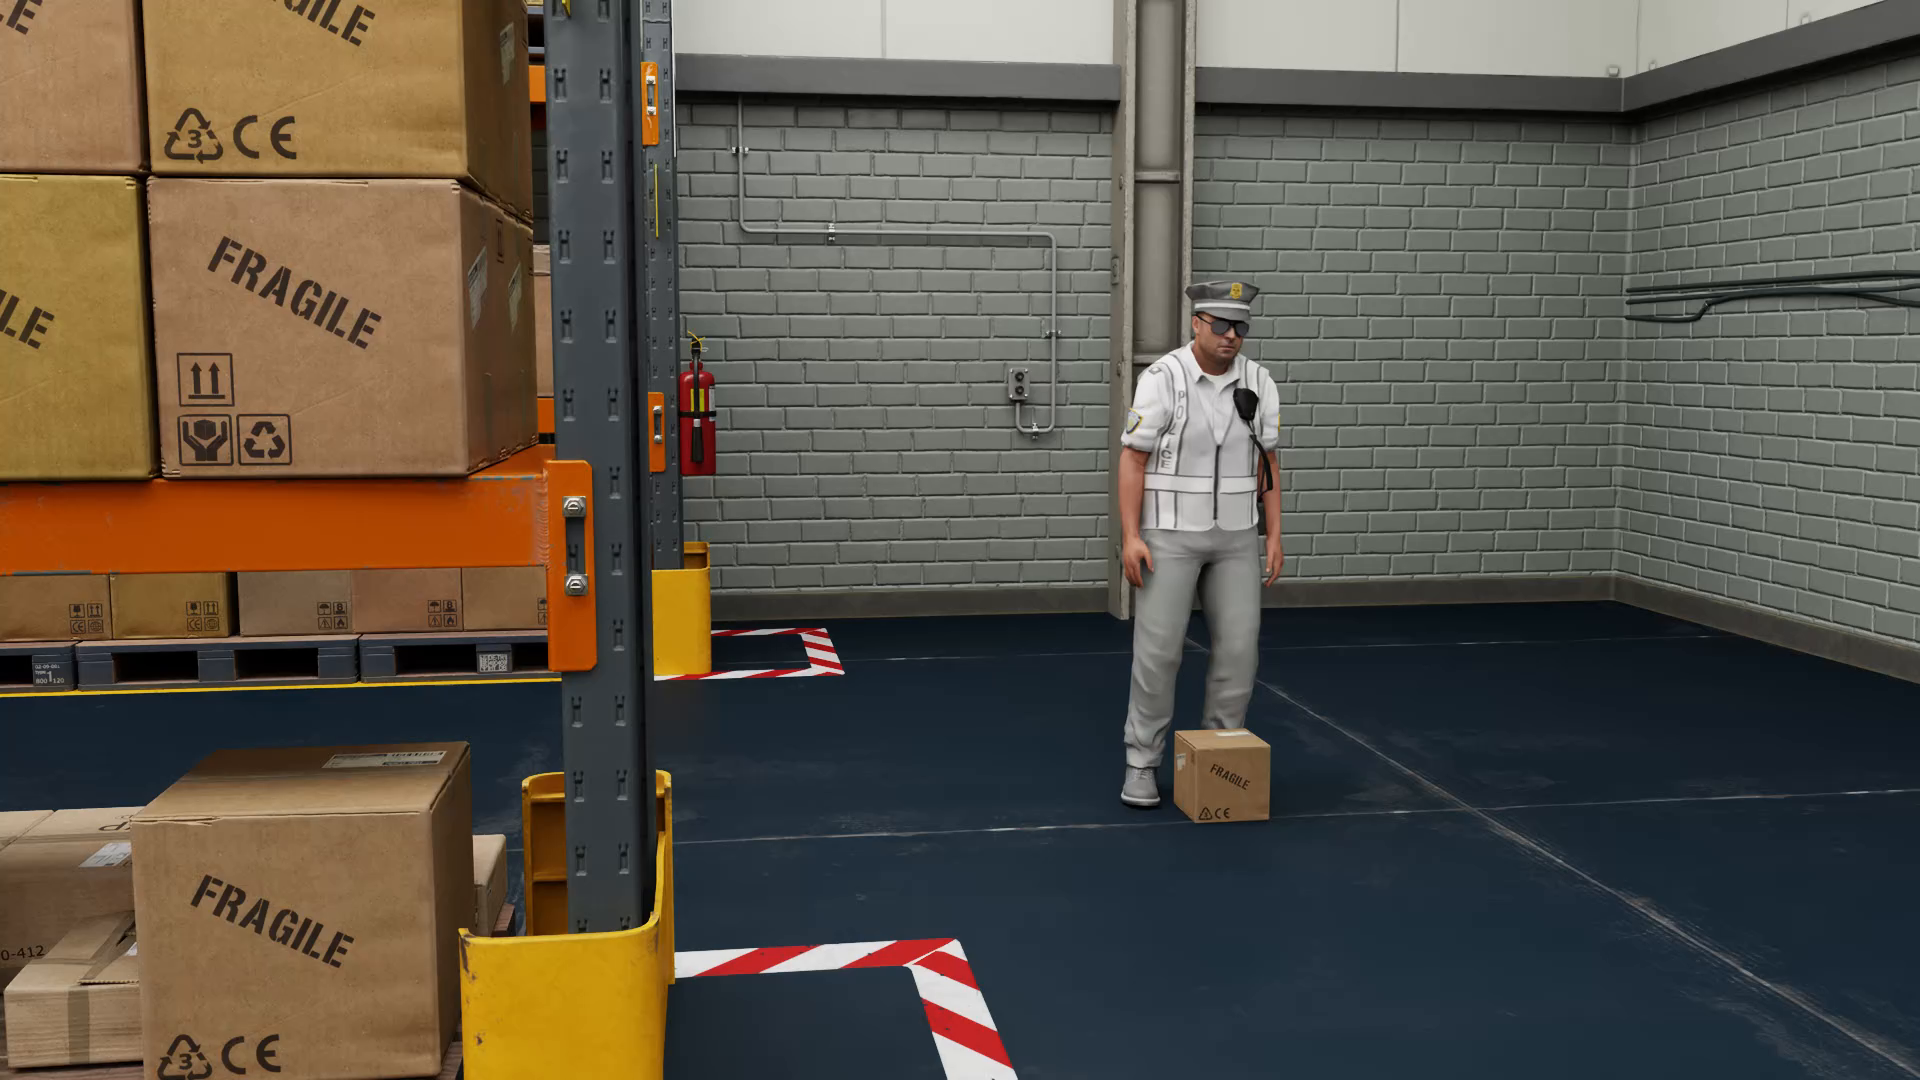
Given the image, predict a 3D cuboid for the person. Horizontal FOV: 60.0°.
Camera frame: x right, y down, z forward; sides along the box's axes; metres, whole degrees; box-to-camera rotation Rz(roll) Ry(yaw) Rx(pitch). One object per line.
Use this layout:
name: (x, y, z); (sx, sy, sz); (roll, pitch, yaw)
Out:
person: (0.821, 0.003, 5.658); (0.601, 1.747, 0.480); (-1, 7, -12)
